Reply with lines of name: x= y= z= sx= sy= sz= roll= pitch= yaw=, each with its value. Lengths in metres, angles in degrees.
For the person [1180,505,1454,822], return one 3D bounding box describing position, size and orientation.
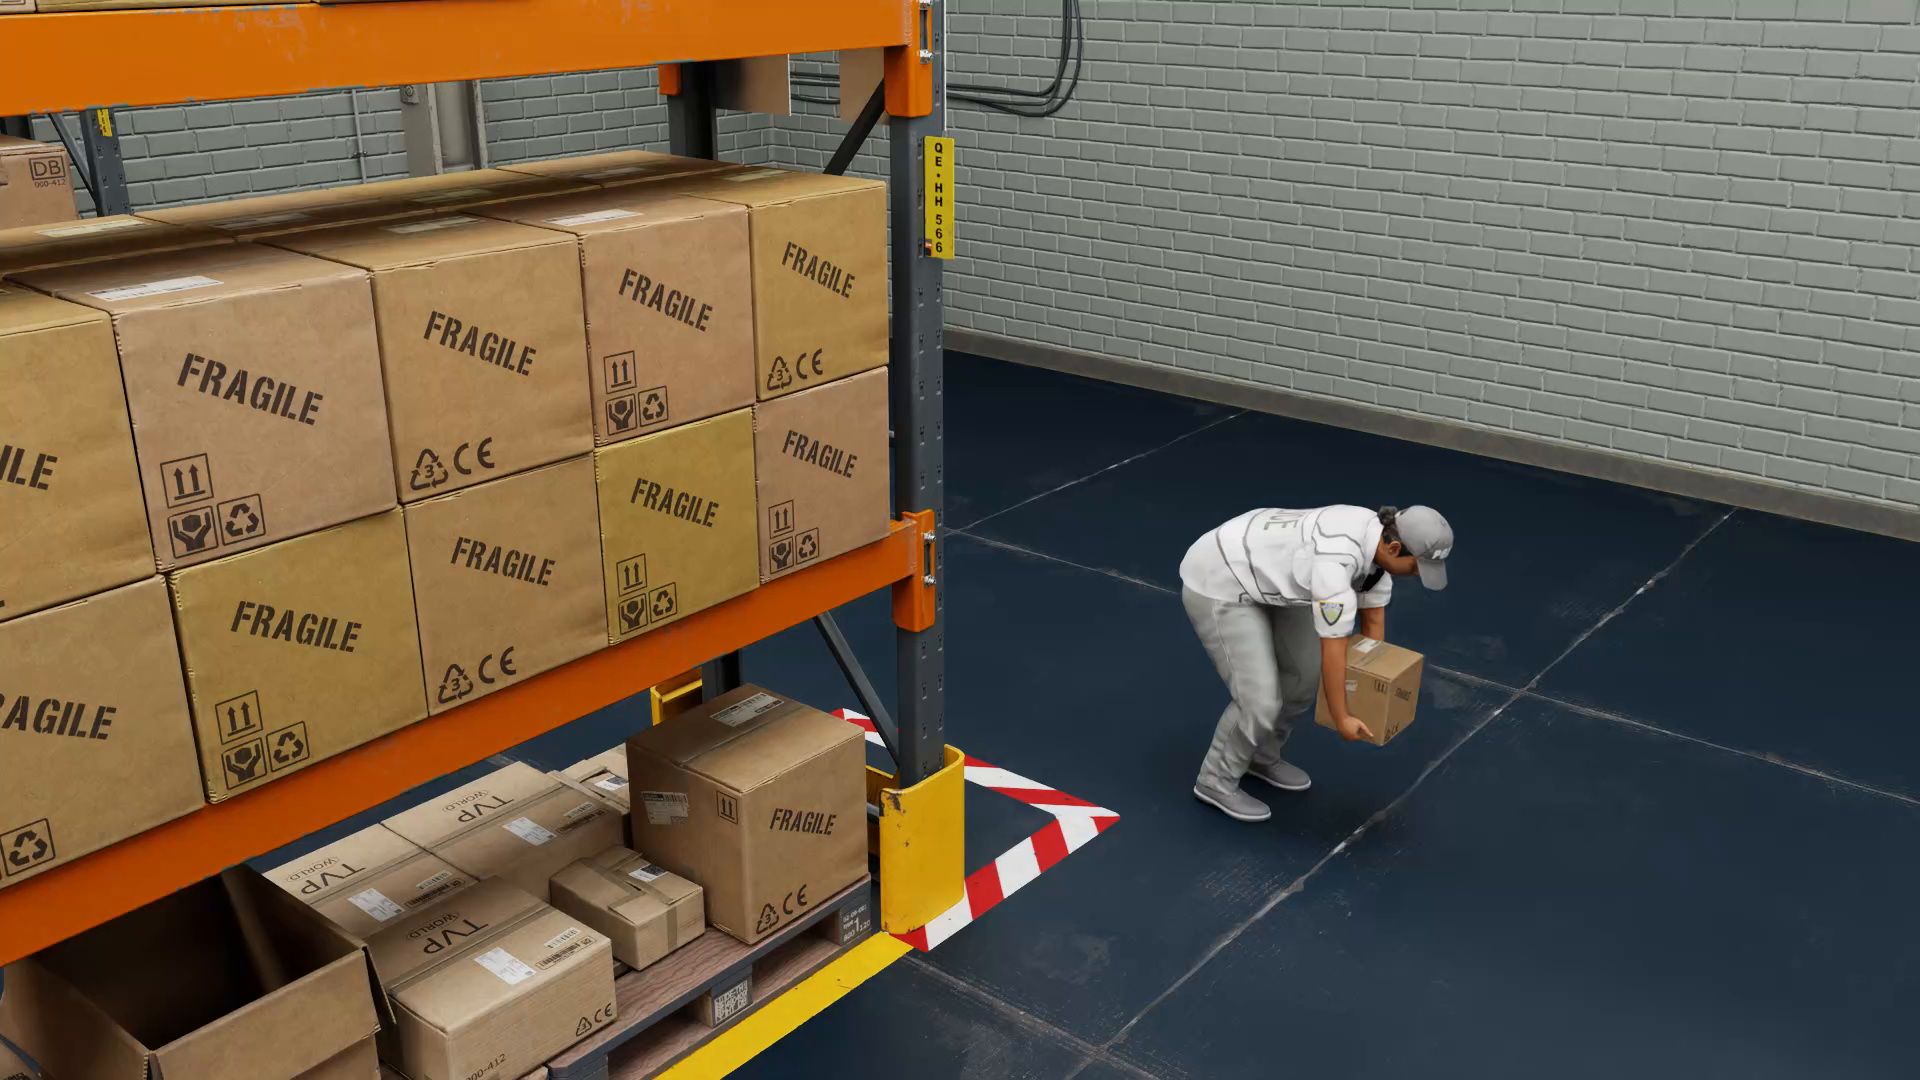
person: x=1.190 y=0.390 z=5.696 sx=0.908 sy=1.201 sz=0.484 roll=15 pitch=25 yaw=34
